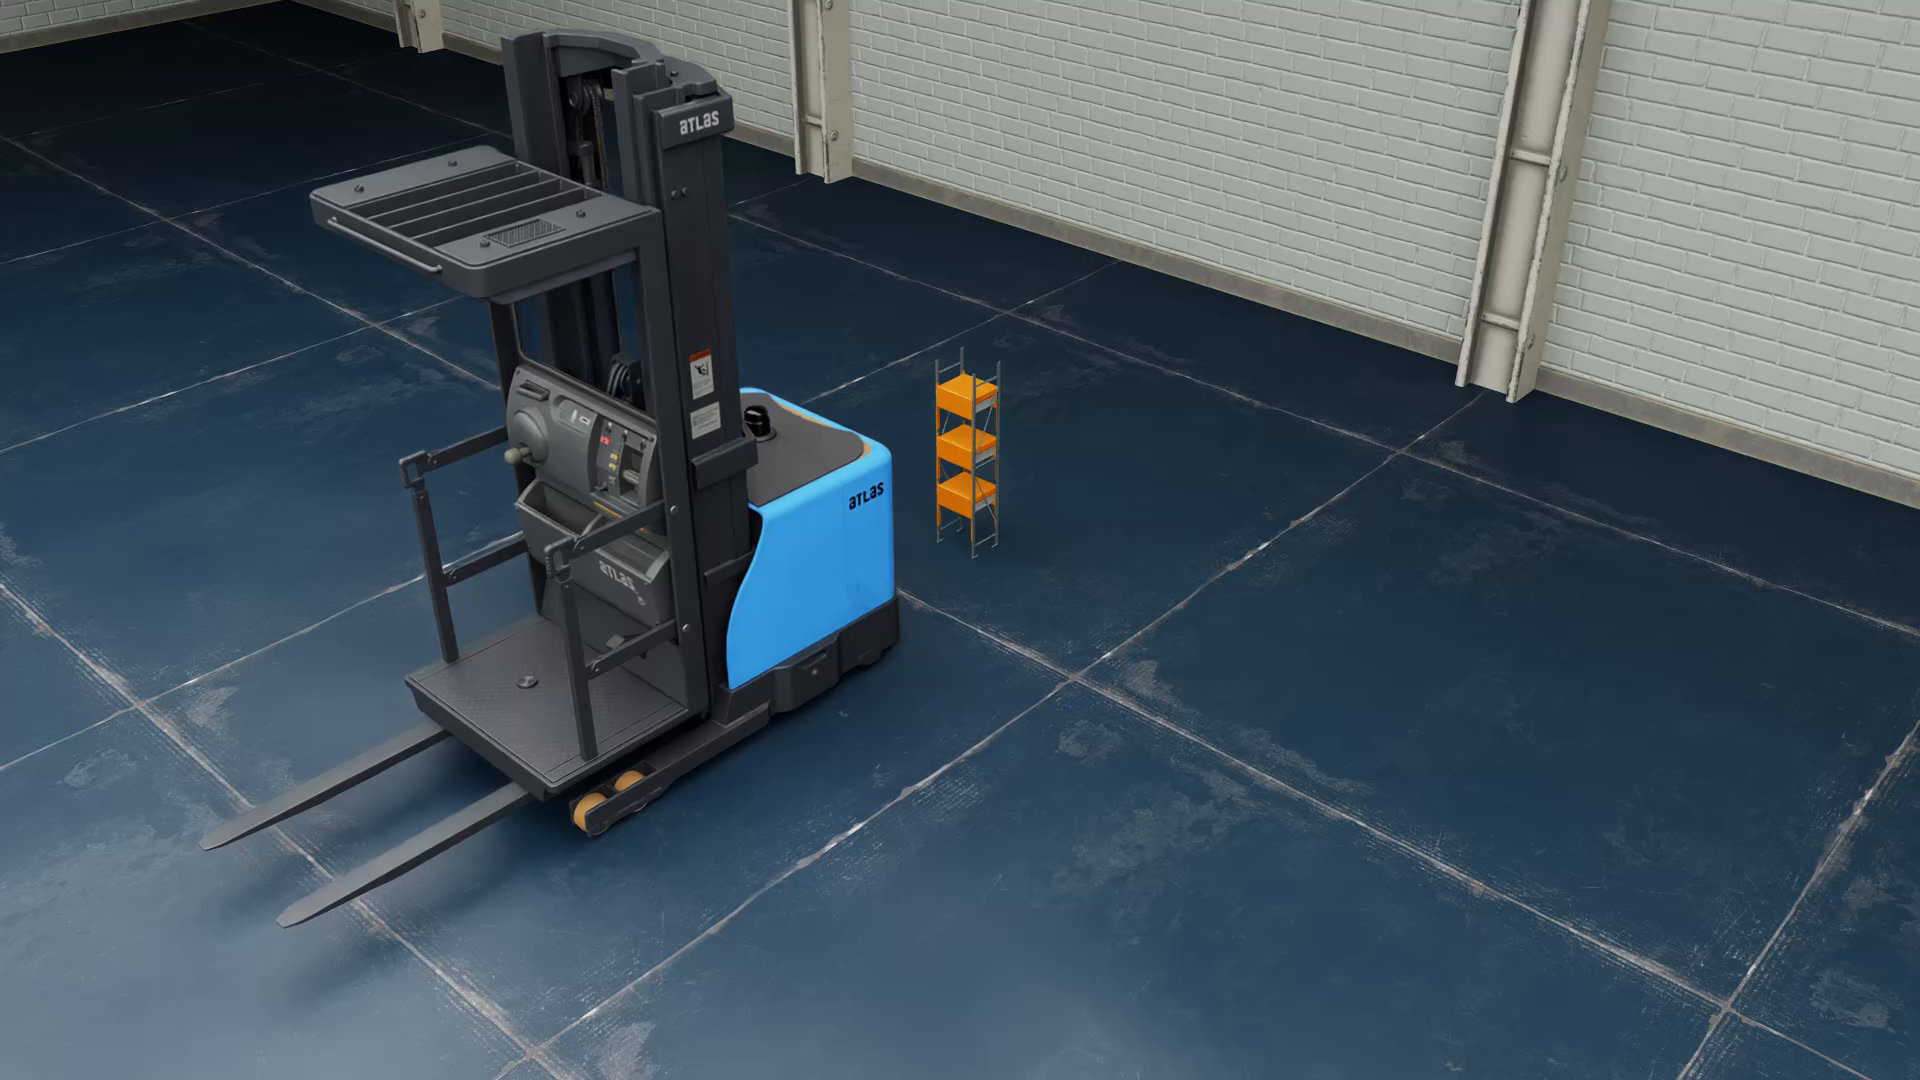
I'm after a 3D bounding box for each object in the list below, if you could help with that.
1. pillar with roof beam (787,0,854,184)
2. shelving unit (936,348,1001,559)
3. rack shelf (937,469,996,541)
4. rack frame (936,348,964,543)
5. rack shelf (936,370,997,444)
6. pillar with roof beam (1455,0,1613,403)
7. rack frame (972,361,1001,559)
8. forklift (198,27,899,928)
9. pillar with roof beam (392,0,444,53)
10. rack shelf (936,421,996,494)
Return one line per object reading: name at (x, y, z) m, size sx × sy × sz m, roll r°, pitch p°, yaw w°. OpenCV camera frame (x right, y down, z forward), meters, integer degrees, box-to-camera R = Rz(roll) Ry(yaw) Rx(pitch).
pillar with roof beam at (-4.006, -5.246, 8.739) m, size 0.400 × 9.000 × 9.100 m, roll 25°, pitch 39°, yaw 35°
shelving unit at (0.040, -0.431, 8.448) m, size 0.252 × 1.050 × 0.215 m, roll 25°, pitch 39°, yaw 35°
rack shelf at (0.040, -0.184, 8.597) m, size 0.240 × 0.259 × 0.215 m, roll 25°, pitch 39°, yaw 35°
rack frame at (-0.051, -0.473, 8.519) m, size 0.008 × 1.050 × 0.200 m, roll 25°, pitch 39°, yaw 35°
rack shelf at (0.040, -0.665, 8.308) m, size 0.240 × 0.259 × 0.215 m, roll 25°, pitch 39°, yaw 35°
pillar with roof beam at (0.442, -3.169, 5.290) m, size 0.400 × 9.000 × 9.100 m, roll 25°, pitch 39°, yaw 35°
rack frame at (0.130, -0.389, 8.378) m, size 0.008 × 1.050 × 0.200 m, roll 25°, pitch 39°, yaw 35°
forklift at (-1.657, -0.356, 6.500) m, size 1.130 × 2.935 × 3.031 m, roll 26°, pitch 39°, yaw 36°
pillar with roof beam at (-8.455, -7.322, 12.188) m, size 0.400 × 9.000 × 9.100 m, roll 25°, pitch 39°, yaw 35°
rack shelf at (0.040, -0.422, 8.454) m, size 0.240 × 0.259 × 0.215 m, roll 25°, pitch 39°, yaw 35°
